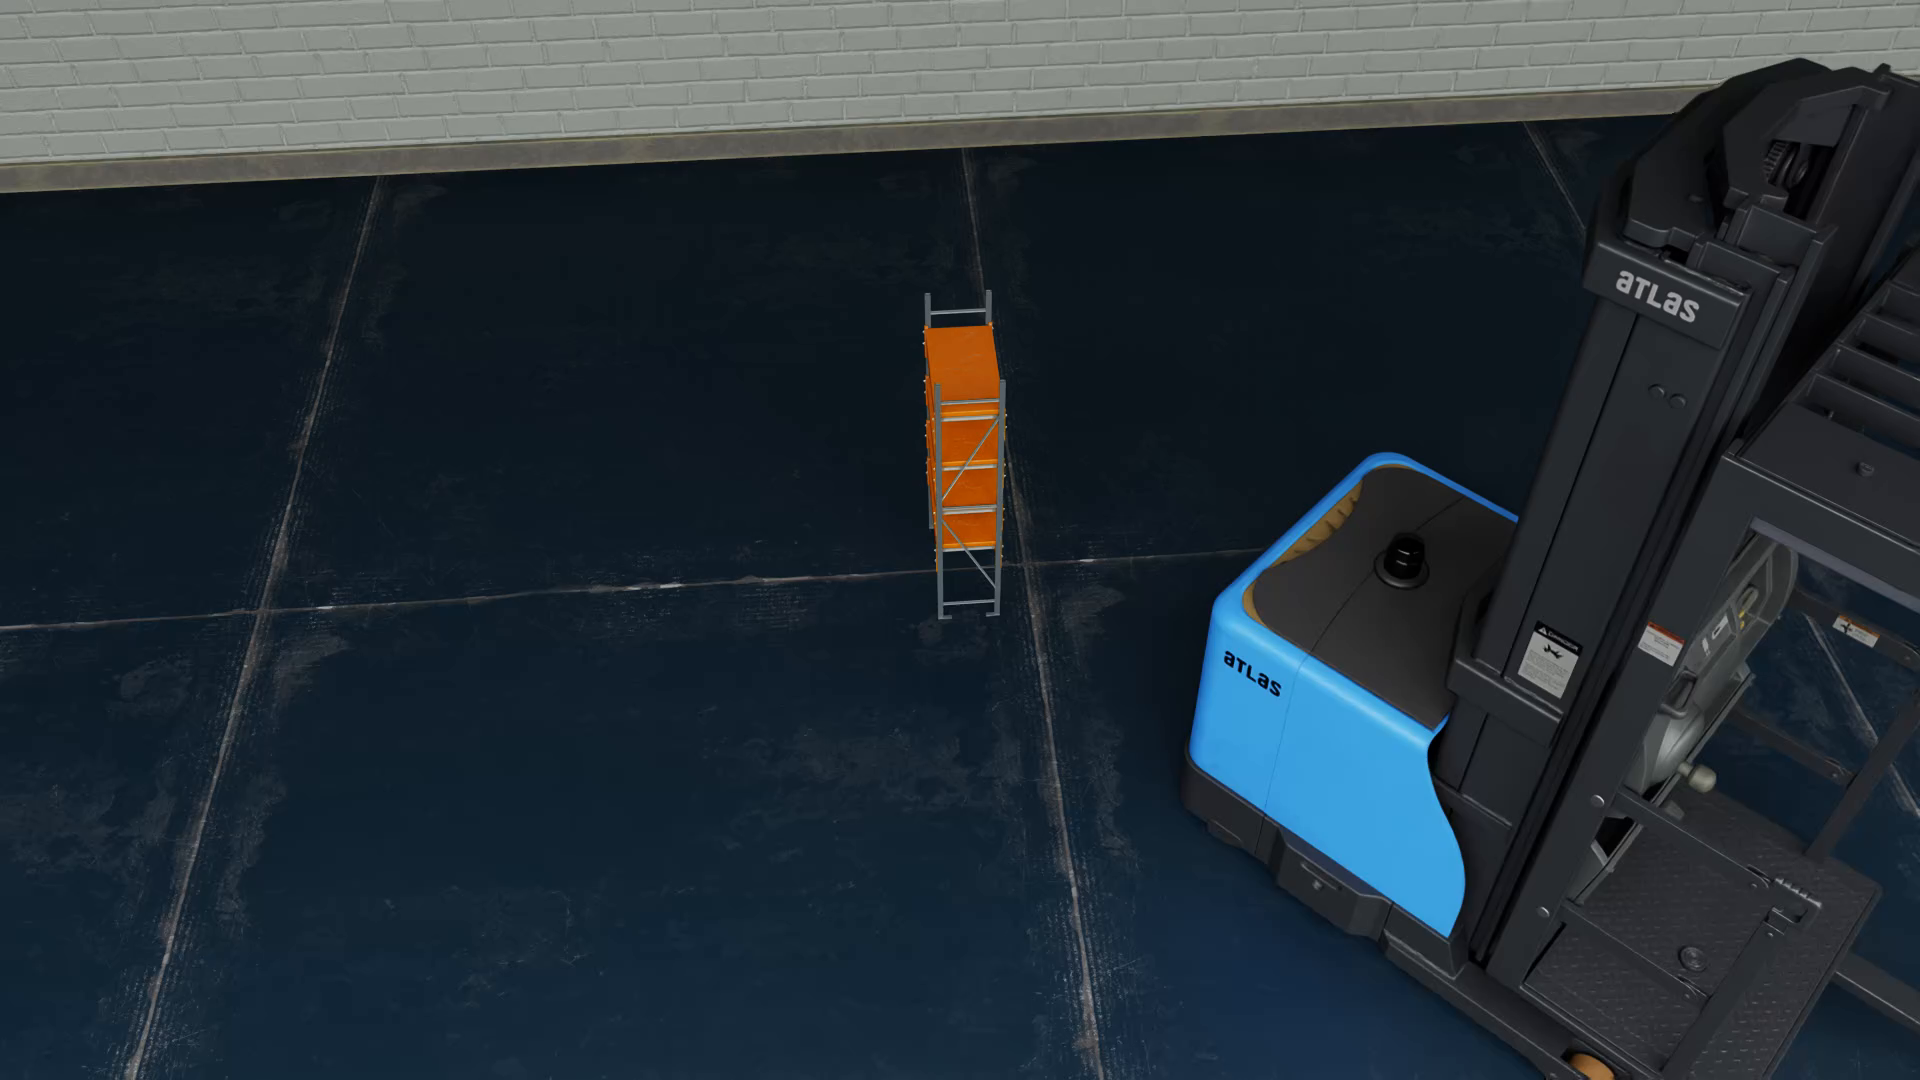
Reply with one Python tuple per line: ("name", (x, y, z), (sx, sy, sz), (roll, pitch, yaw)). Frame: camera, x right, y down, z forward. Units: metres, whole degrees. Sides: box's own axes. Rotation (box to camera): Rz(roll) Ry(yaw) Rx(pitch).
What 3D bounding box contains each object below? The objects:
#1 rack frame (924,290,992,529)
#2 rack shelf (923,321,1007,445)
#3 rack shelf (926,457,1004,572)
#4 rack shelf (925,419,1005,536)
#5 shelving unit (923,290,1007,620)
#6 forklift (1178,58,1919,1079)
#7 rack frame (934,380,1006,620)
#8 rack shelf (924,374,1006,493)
("rack frame", (-0.007, -0.469, 6.368), (0.240, 1.200, 0.015), (-3, 47, -3))
("rack shelf", (0.014, -0.563, 5.916), (0.258, 0.148, 0.480), (-3, 47, -3))
("rack shelf", (0.014, -0.110, 6.394), (0.258, 0.148, 0.480), (-3, 47, -3))
("rack shelf", (0.014, -0.247, 6.250), (0.258, 0.148, 0.480), (-3, 47, -3))
("shelving unit", (0.014, -0.293, 6.201), (0.258, 1.200, 0.503), (-3, 47, -3))
("forklift", (2.190, 0.388, 4.364), (3.031, 2.935, 1.130), (33, 55, 28))
("rack frame", (0.034, -0.116, 6.034), (0.240, 1.200, 0.015), (-3, 47, -3))
("rack shelf", (0.014, -0.400, 6.087), (0.258, 0.148, 0.480), (-3, 47, -3))
